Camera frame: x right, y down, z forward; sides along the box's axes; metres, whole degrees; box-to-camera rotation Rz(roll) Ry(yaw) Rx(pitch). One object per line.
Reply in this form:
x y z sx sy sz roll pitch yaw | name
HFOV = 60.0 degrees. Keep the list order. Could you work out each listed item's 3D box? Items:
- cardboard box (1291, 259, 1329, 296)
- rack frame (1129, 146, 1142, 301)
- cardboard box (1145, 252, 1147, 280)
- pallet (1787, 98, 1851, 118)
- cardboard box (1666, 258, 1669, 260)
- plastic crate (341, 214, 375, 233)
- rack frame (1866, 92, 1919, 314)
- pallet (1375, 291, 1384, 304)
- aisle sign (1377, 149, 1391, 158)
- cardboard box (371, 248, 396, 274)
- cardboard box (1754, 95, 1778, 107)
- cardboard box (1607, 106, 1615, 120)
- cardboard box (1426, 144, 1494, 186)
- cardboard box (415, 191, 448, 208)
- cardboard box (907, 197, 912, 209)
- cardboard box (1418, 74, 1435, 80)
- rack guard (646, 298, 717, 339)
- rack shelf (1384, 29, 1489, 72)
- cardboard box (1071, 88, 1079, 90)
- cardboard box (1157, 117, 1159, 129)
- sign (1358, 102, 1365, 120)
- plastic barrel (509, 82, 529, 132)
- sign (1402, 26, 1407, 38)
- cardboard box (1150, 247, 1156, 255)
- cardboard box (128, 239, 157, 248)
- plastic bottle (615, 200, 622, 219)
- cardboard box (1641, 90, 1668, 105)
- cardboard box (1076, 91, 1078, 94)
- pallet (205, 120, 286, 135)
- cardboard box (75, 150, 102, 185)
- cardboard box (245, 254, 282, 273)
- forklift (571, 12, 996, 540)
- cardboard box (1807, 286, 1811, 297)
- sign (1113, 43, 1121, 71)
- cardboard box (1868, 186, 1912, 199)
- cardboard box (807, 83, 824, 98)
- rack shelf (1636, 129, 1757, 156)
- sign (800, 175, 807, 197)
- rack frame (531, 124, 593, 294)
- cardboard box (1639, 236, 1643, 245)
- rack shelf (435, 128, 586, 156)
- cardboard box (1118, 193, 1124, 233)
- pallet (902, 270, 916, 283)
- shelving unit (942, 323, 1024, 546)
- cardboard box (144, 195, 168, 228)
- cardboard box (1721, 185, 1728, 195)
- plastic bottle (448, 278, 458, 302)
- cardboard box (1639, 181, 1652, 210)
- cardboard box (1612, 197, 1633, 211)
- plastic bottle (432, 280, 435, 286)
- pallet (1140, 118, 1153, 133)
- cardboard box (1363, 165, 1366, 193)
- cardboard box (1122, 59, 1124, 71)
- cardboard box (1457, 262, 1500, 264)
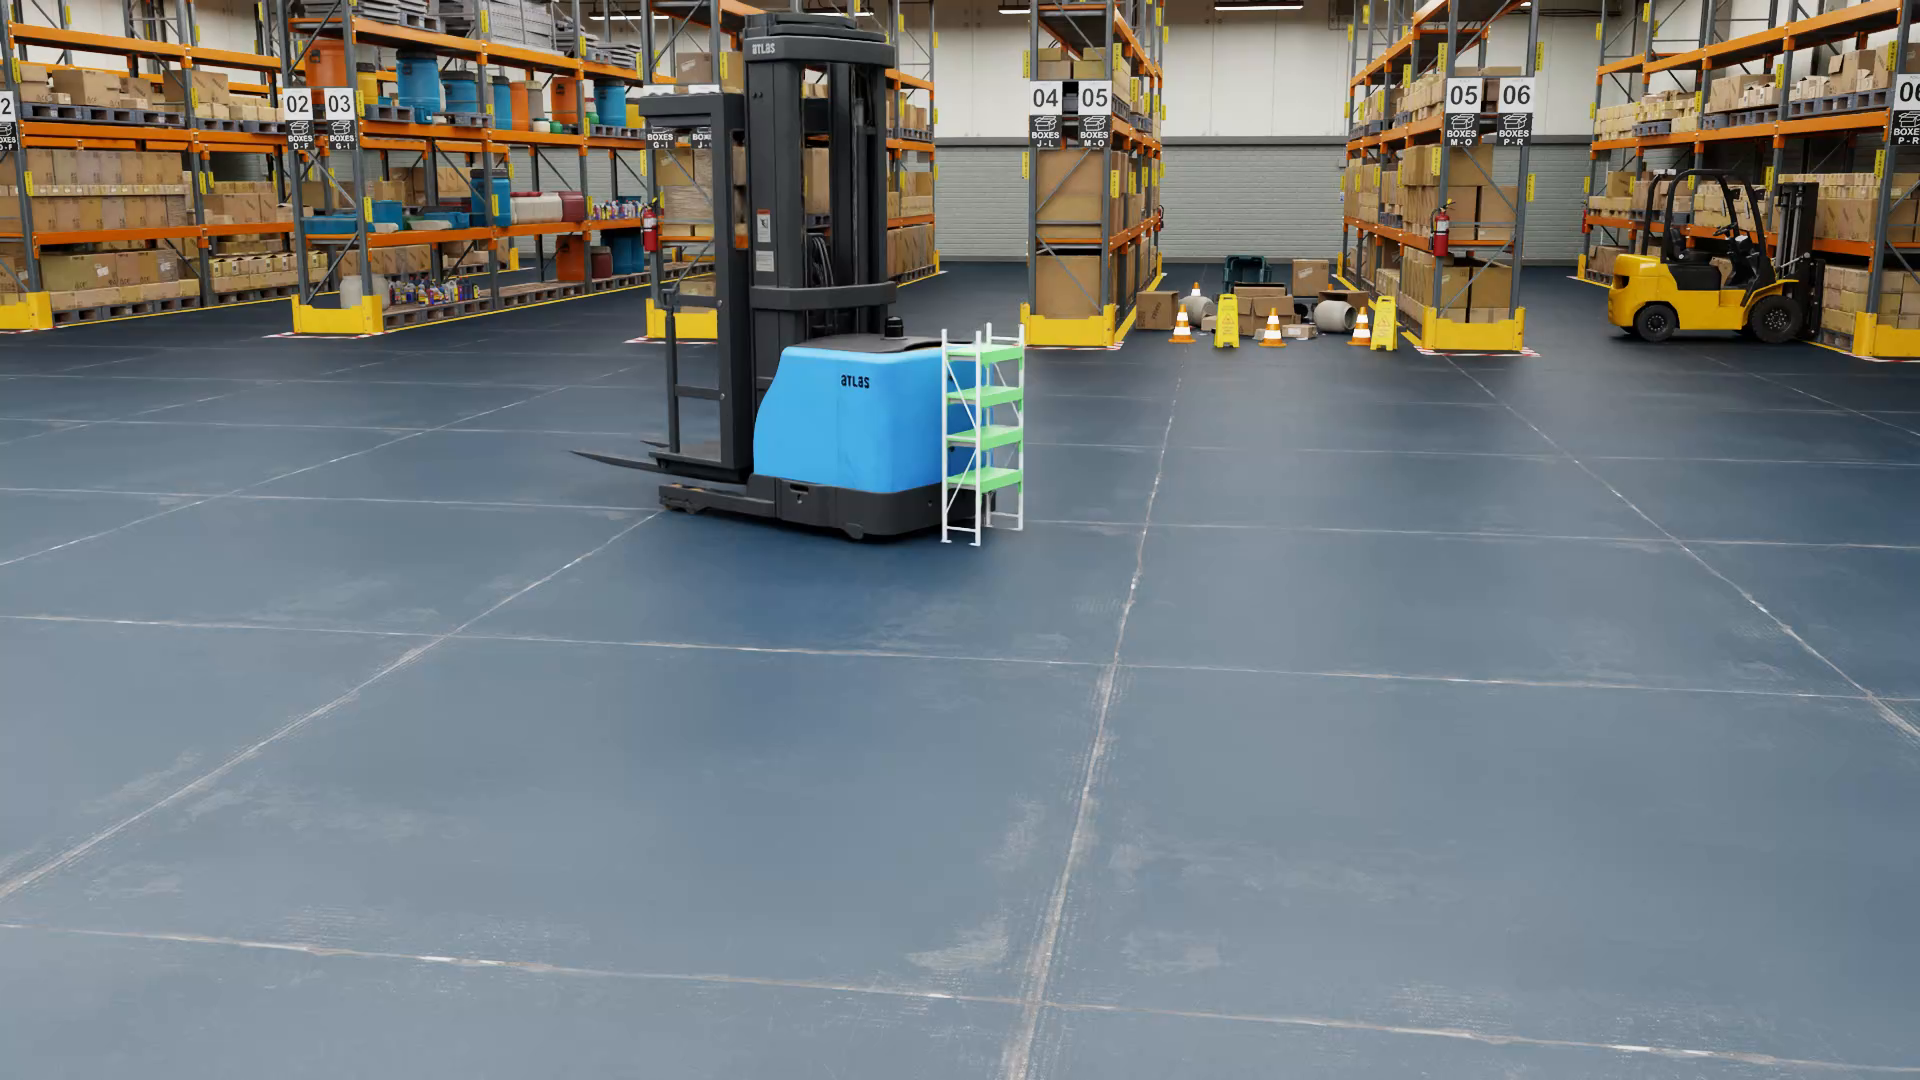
5.115 -3.835 24.303 0.500 0.500 0.500 2 12 9 | cardboard box
2.587 -5.607 28.391 1.000 3.000 0.127 2 12 9 | rack frame
3.258 -5.154 31.226 0.500 0.500 0.500 2 12 7 | cardboard box
11.678 -5.720 22.004 1.003 0.211 1.213 2 12 9 | pallet
12.416 -4.599 28.650 0.500 0.500 0.500 2 12 11 | cardboard box
-8.536 -4.460 23.422 0.499 0.251 0.408 2 12 9 | plastic crate
11.168 -3.642 19.275 1.000 3.000 0.127 2 12 9 | rack frame
7.372 -3.942 27.284 1.003 0.211 1.213 2 12 9 | pallet
9.041 -8.409 35.221 0.394 0.787 0.004 2 12 9 | aisle sign
-11.502 -5.511 32.836 0.500 0.500 0.500 1 12 7 | cardboard box
11.653 -6.311 23.902 0.380 0.149 0.250 2 12 9 | cardboard box
13.152 -8.461 32.979 0.500 0.250 0.500 2 12 8 | cardboard box
6.126 -4.599 20.396 0.700 0.500 0.500 2 12 7 | cardboard box
-11.124 -7.089 35.032 0.500 0.500 0.500 2 12 10 | cardboard box
-1.271 -6.886 33.977 0.500 0.250 0.500 2 12 8 | cardboard box
6.842 -6.603 24.063 0.500 0.250 0.500 2 12 10 | cardboard box
-3.517 -2.917 21.844 1.175 0.500 0.348 2 12 9 | rack guard
7.186 -7.437 25.299 1.077 0.370 4.000 2 12 9 | rack shelf
1.389 -6.159 22.247 0.500 0.250 0.500 2 12 9 | cardboard box
3.839 -8.593 34.294 0.500 0.250 0.500 2 12 9 | cardboard box
7.560 -8.076 31.312 0.100 0.325 0.005 2 12 9 | sign
-7.634 -7.326 28.226 0.600 0.830 0.708 2 12 9 | plastic barrel
9.258 -10.541 34.638 0.100 0.325 0.005 2 12 9 | sign
3.888 -6.038 34.751 0.380 0.149 0.250 2 12 11 | cardboard box
-16.598 -5.756 33.187 0.750 0.750 0.750 2 12 8 | cardboard box
-6.565 -6.327 31.847 0.144 0.351 0.185 2 12 9 | plastic bottle
12.623 -8.035 30.208 0.396 0.266 0.258 2 12 8 | cardboard box
1.425 -6.095 22.900 0.380 0.149 0.250 2 12 8 | cardboard box
-12.272 -7.108 28.682 1.003 0.211 1.213 2 12 11 | pallet
-13.072 -5.451 24.349 0.700 0.500 0.500 2 12 9 | cardboard box
-12.157 -4.811 28.897 0.500 0.311 0.500 2 12 10 | cardboard box
-1.245 -1.666 10.265 3.031 2.935 1.130 10 16 38 | forklift
11.161 -3.176 21.452 0.500 0.250 0.500 2 12 8 | cardboard box
1.904 -5.855 20.158 0.100 0.325 0.005 2 12 9 | sign
10.945 -4.090 19.573 0.380 0.149 0.250 2 12 9 | cardboard box
-2.600 -6.969 26.349 0.797 0.503 0.637 2 12 11 | cardboard box
12.706 -6.839 28.694 1.077 0.370 4.000 2 12 9 | rack shelf
-2.376 -5.363 25.206 0.100 0.325 0.005 2 12 9 | sign
-7.193 -5.949 29.979 1.000 3.000 0.127 2 12 9 | rack frame
12.756 -5.518 30.670 0.380 0.149 0.250 2 12 8 | cardboard box
-7.500 -6.648 27.807 1.077 0.370 4.000 2 12 9 | rack shelf
1.864 -4.655 23.619 0.875 0.550 0.550 2 12 9 | cardboard box
-1.489 -5.414 34.115 1.003 0.211 1.213 2 12 9 | pallet
0.134 -0.611 9.482 0.258 1.200 0.503 7 14 30 | shelving unit
-12.838 -5.124 25.913 0.700 0.500 0.500 2 12 8 | cardboard box
11.870 -5.348 25.411 0.380 0.149 0.250 2 12 10 | cardboard box
-7.701 -3.786 25.186 0.144 0.351 0.185 2 12 8 | plastic bottle
12.639 -6.193 29.877 0.700 0.500 0.500 2 12 9 | cardboard box
13.003 -6.535 32.345 0.500 0.250 0.500 2 12 8 | cardboard box
-8.290 -3.946 26.115 0.097 0.271 0.097 0 12 0 | plastic bottle
2.540 -6.845 27.465 1.213 0.211 1.003 2 12 11 | pallet
7.706 -6.649 30.615 0.500 0.500 0.500 2 12 8 | cardboard box
1.997 -6.359 22.231 0.380 0.149 0.250 2 12 9 | cardboard box
6.825 -3.407 21.933 0.500 0.500 0.500 2 12 10 | cardboard box
